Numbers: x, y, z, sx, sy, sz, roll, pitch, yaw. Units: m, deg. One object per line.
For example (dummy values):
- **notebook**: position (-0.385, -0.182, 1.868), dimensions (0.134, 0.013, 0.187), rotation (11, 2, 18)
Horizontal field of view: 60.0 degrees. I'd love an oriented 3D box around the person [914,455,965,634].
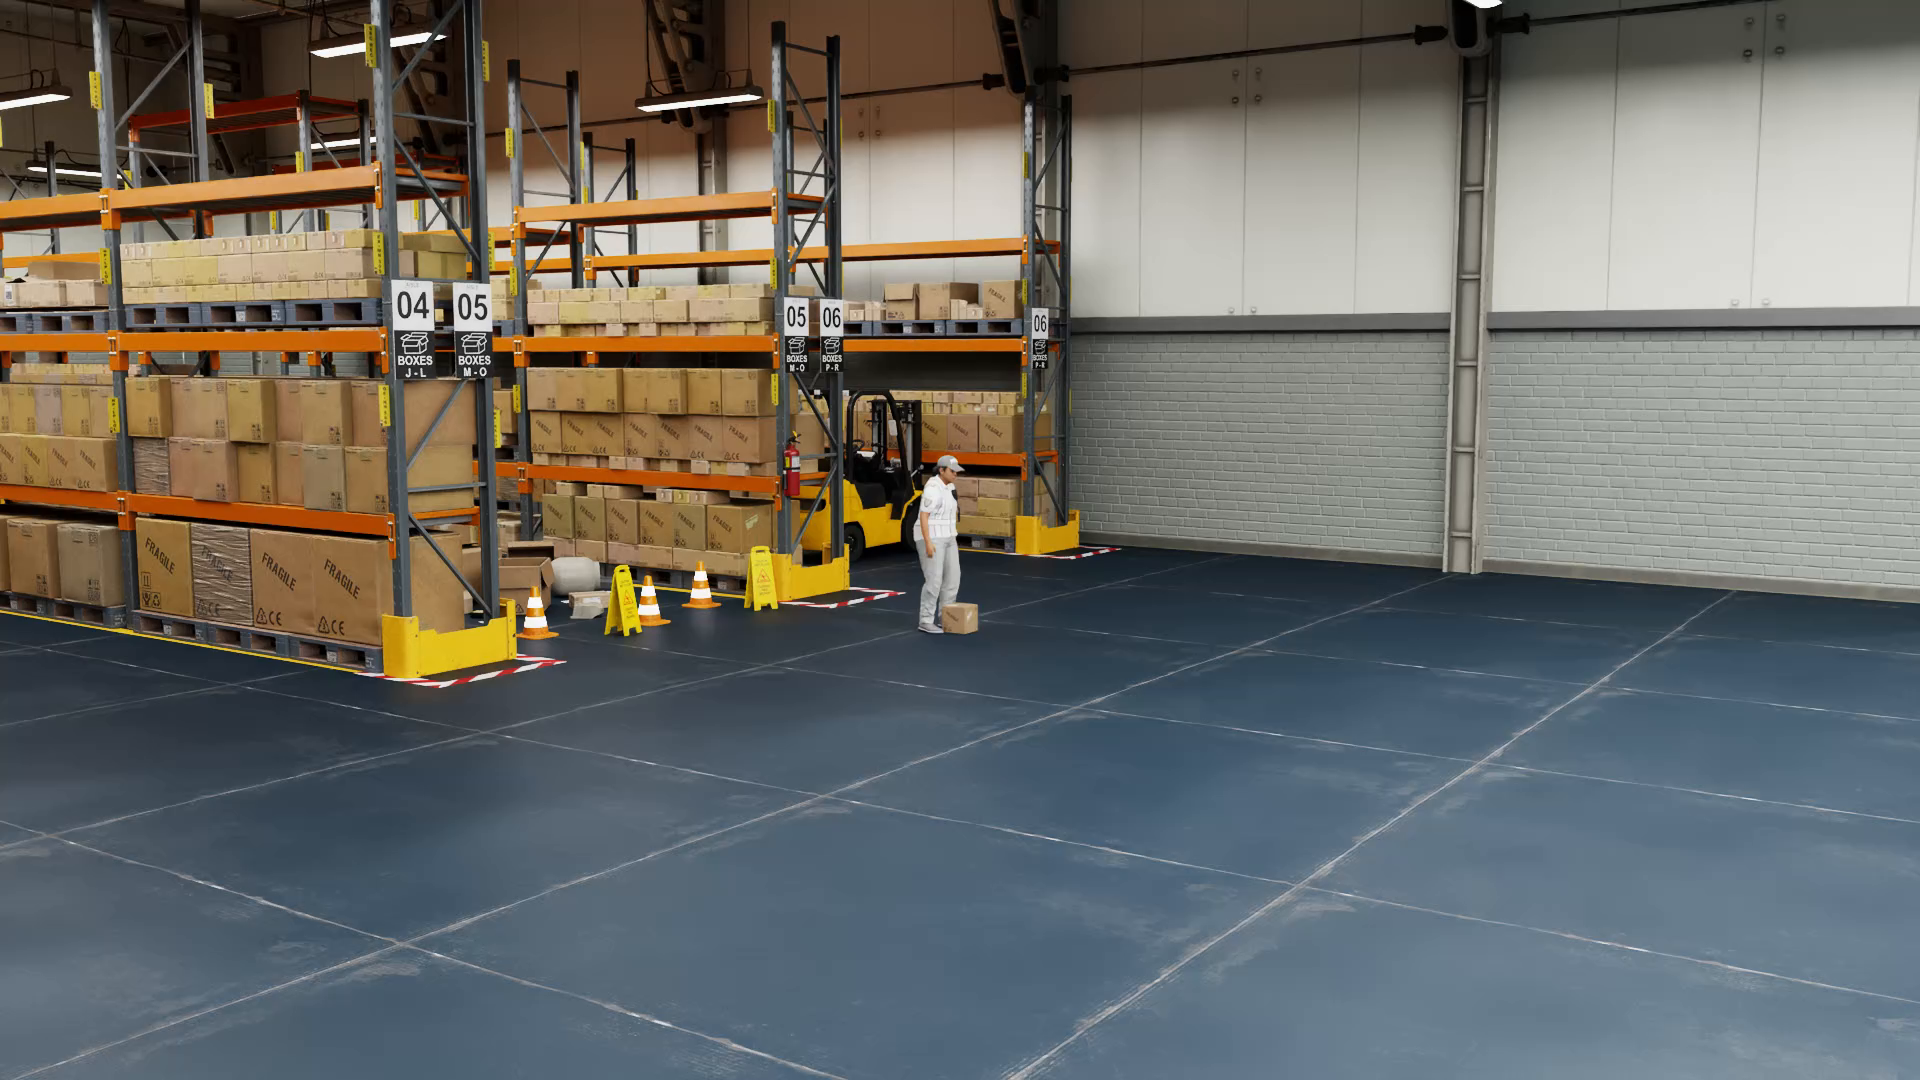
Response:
- **person**: position (-0.184, 0.025, 15.763), dimensions (0.468, 1.664, 0.552), rotation (4, 7, 31)
